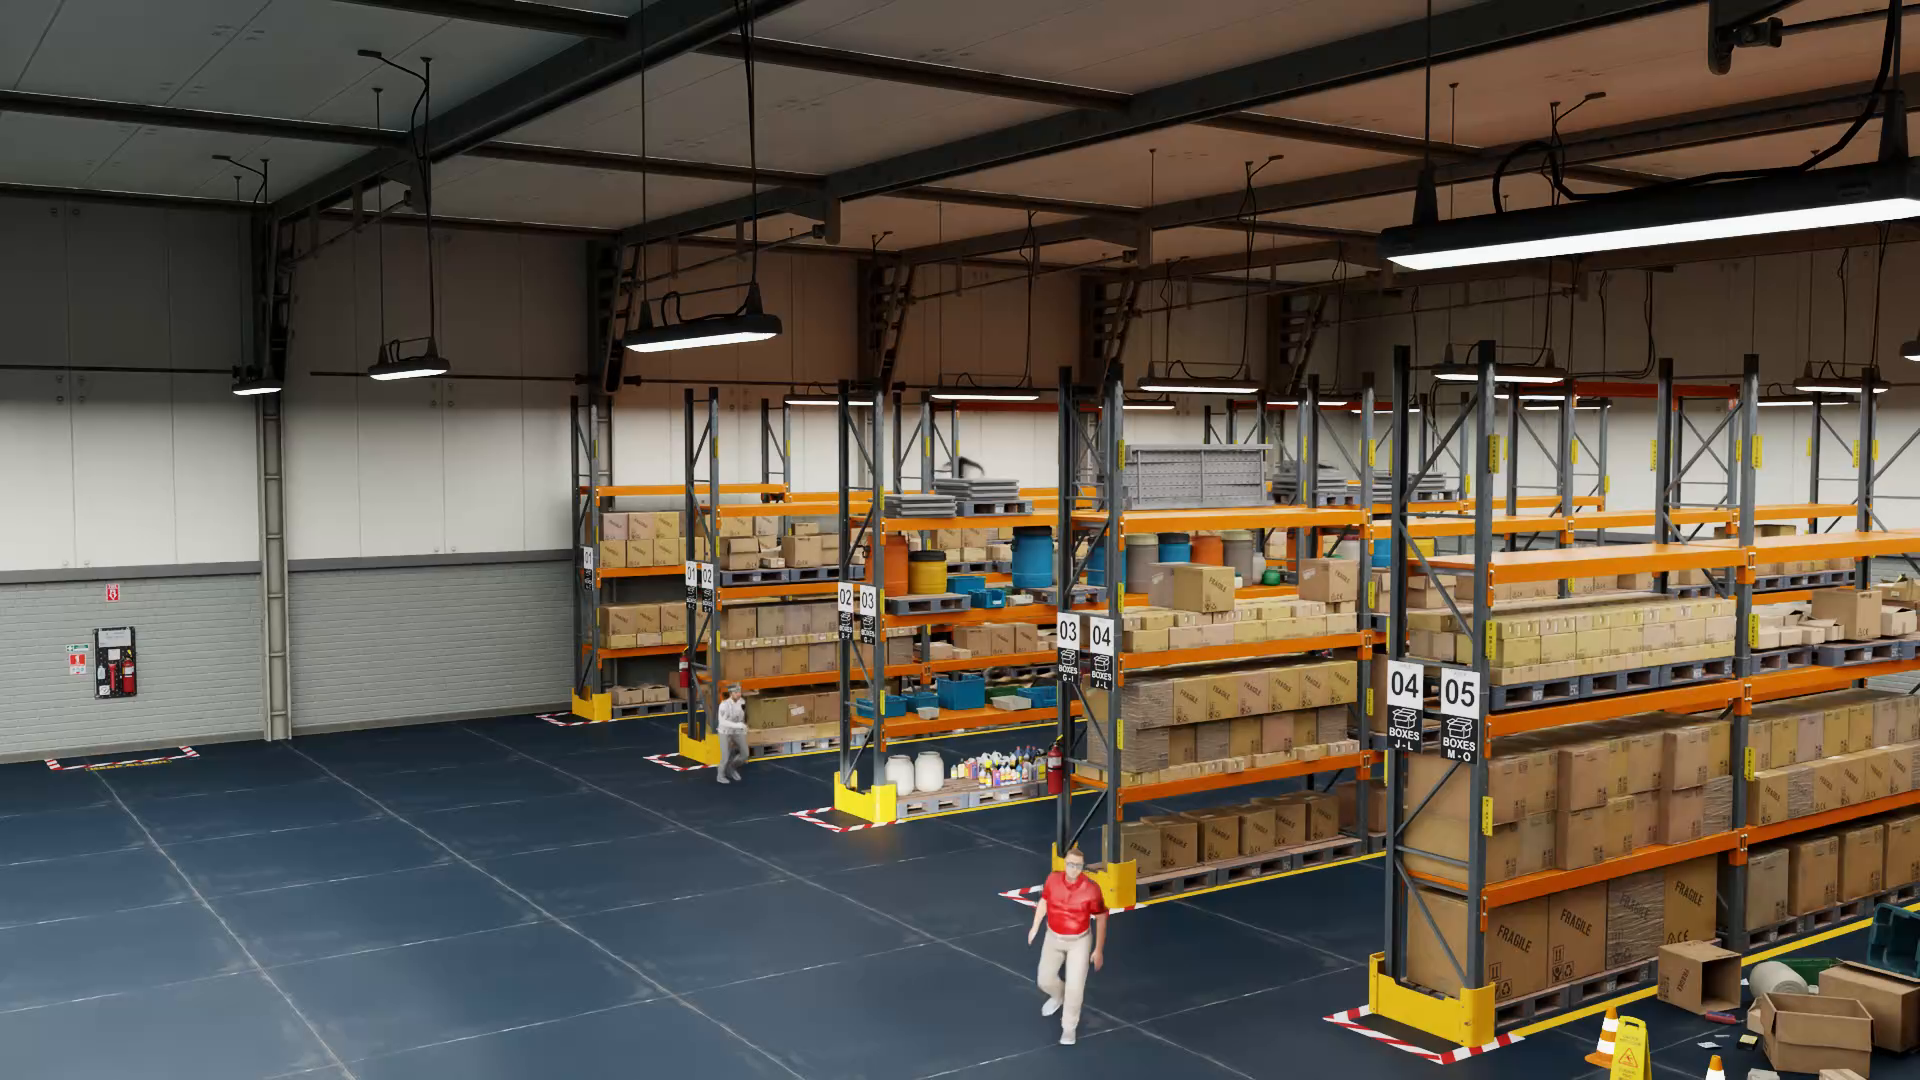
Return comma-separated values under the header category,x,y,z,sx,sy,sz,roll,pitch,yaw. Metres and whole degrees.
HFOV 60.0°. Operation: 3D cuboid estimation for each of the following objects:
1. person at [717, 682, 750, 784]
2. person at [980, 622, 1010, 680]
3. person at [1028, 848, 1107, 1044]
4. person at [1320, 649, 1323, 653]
category,x,y,z,sx,sy,sz,roll,pitch,yaw
person,-3.385,2.878,24.798,0.594,1.576,0.806,-3,4,-38
person,0.837,2.400,32.542,1.122,1.623,0.690,-2,4,-24
person,0.956,3.456,14.467,0.744,1.667,0.728,1,4,19
person,8.352,2.042,38.487,0.640,1.560,1.104,-2,4,-26
